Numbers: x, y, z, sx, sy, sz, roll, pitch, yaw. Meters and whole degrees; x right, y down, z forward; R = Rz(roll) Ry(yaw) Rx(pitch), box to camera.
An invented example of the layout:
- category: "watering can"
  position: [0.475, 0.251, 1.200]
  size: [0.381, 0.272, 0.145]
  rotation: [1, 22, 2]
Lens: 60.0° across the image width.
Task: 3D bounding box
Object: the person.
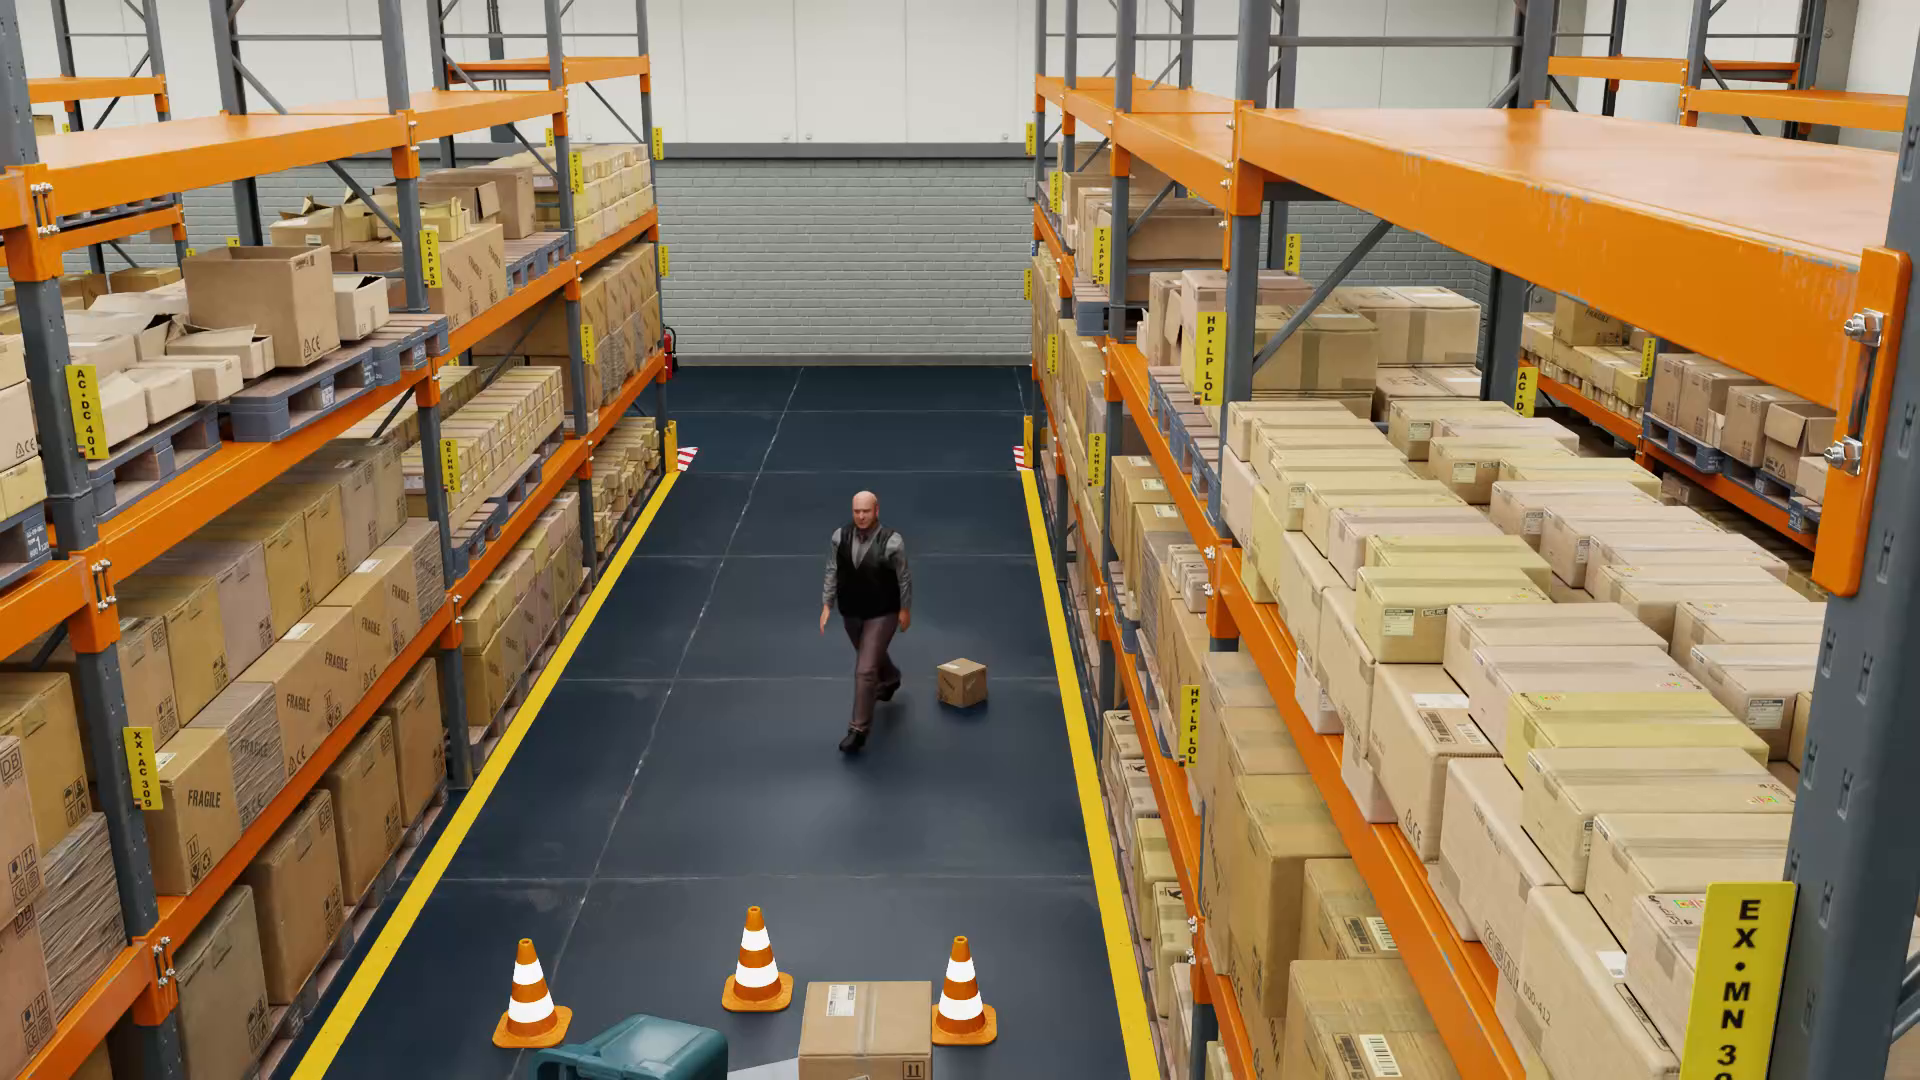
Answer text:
- category: "person"
  position: [-0.610, 0.470, 11.060]
  size: [0.547, 1.669, 1.099]
  rotation: [9, 19, 26]
